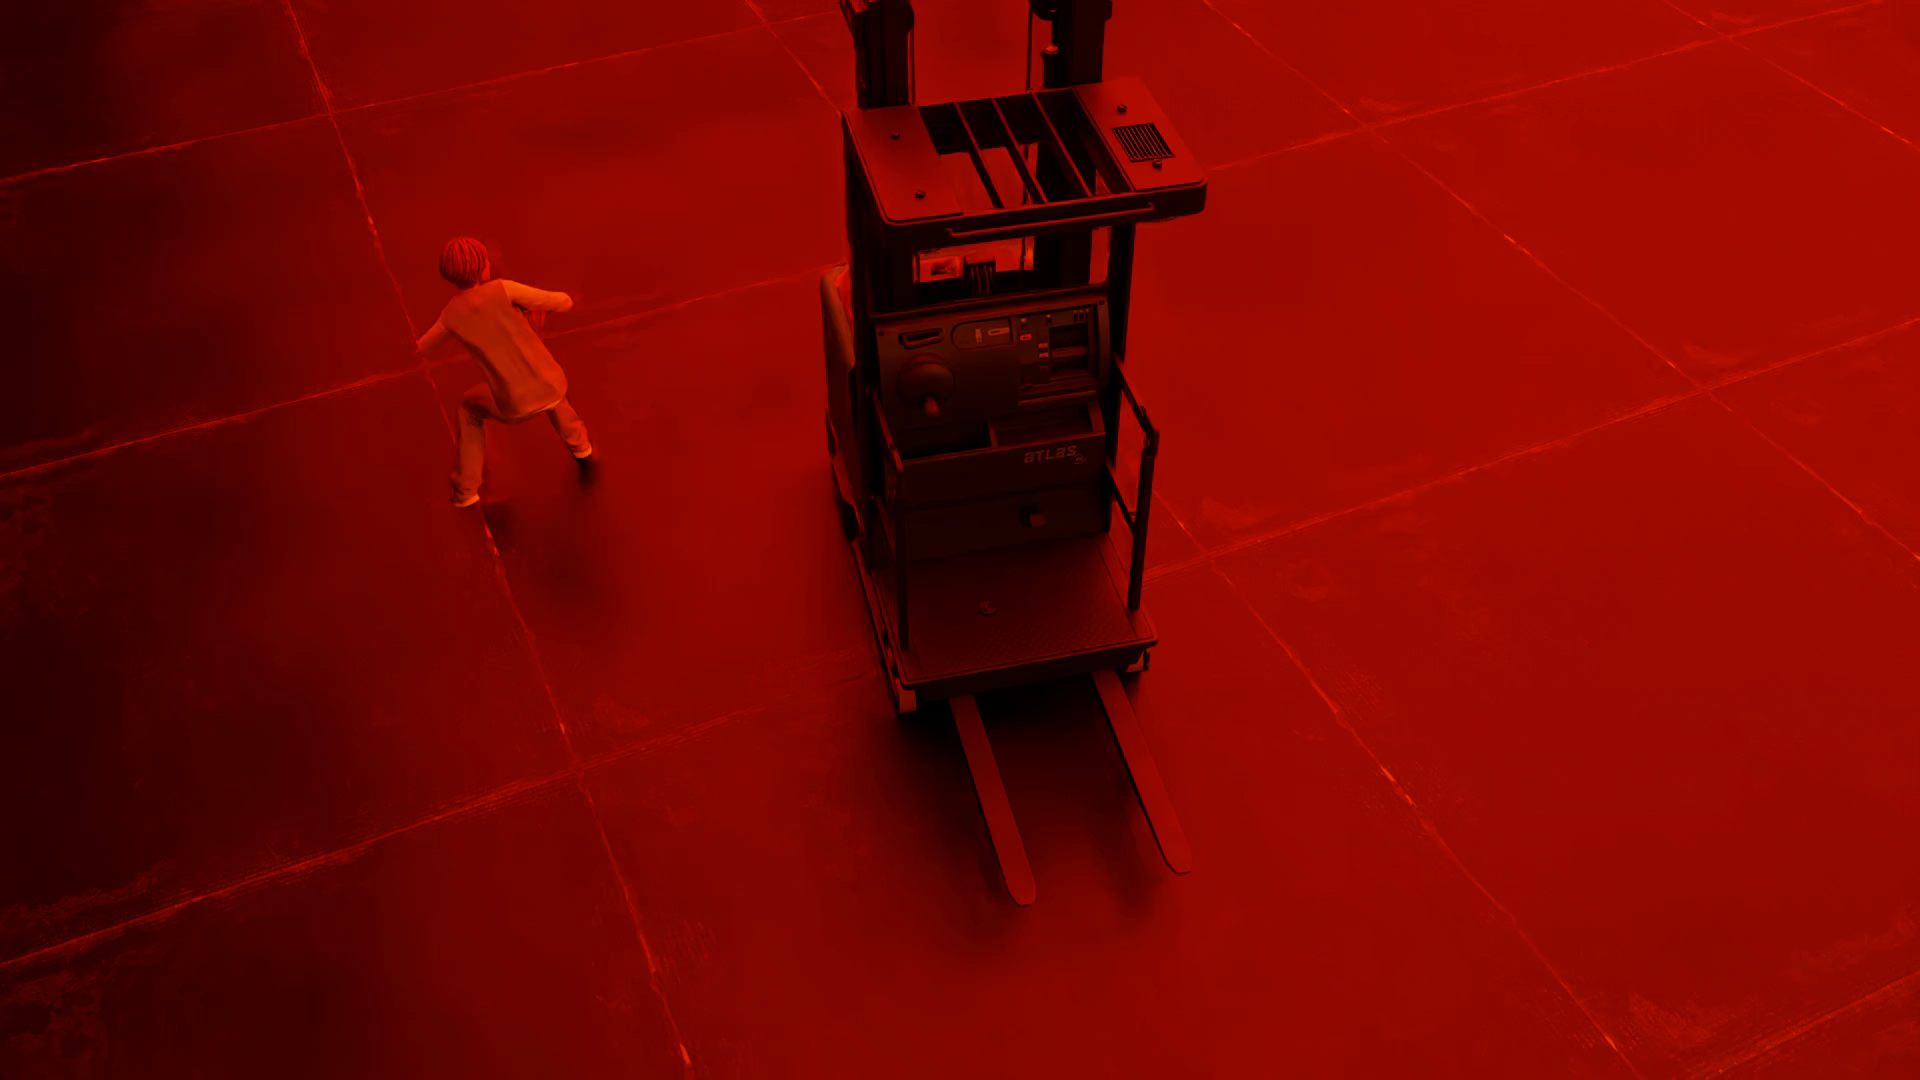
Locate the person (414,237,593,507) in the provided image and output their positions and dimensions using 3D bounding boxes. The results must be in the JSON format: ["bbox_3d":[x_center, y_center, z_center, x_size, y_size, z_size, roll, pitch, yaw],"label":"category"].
[{"bbox_3d":[-2.153,-0.807,7.738,0.736,1.370,0.765,-20,46,-20],"label":"person"}]

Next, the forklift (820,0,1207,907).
[{"bbox_3d":[0.186,-0.629,6.354,1.130,2.935,3.031,-9,44,-10],"label":"forklift"}]
